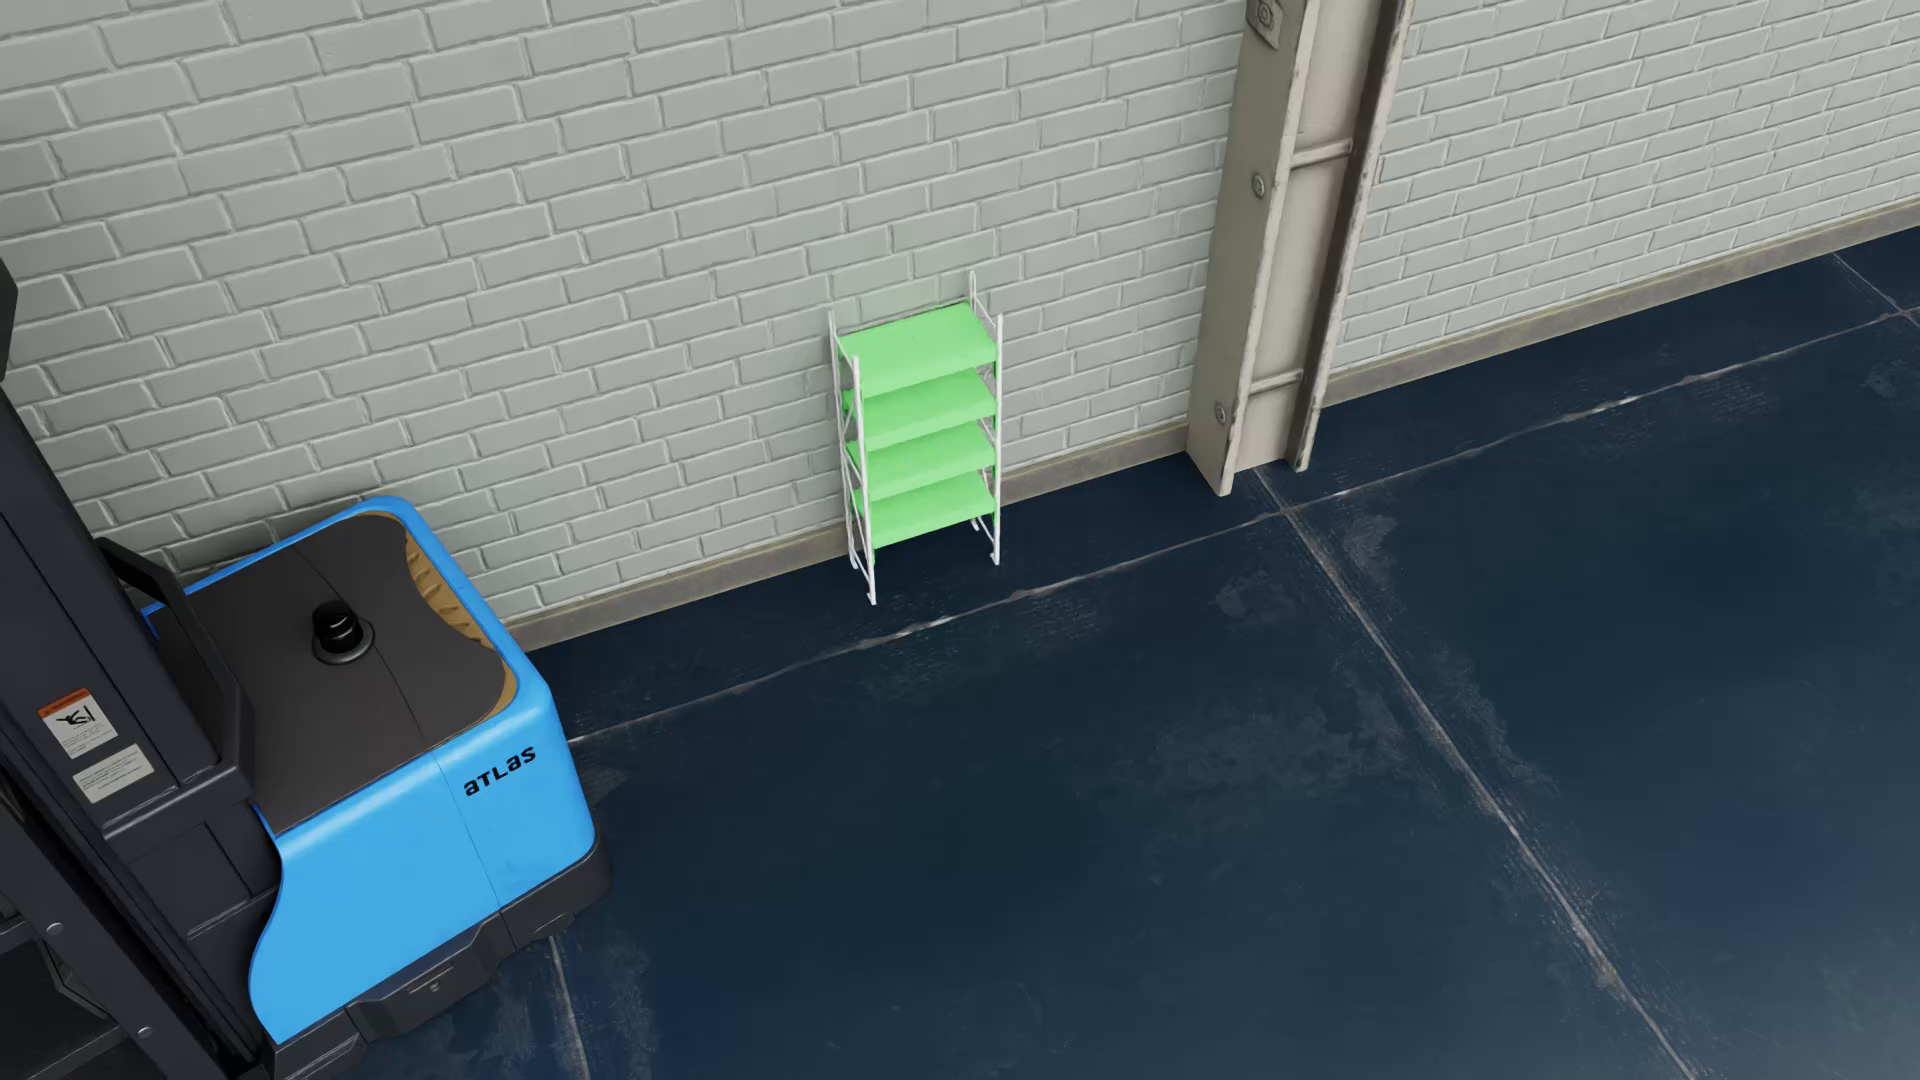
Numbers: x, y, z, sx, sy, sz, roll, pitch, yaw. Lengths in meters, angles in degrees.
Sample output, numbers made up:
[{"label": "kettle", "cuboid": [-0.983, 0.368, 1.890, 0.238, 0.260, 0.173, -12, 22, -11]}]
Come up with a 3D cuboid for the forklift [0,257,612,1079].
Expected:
[{"label": "forklift", "cuboid": [-2.572, 0.560, 3.837, 3.031, 2.935, 1.130, -31, 56, -24]}]

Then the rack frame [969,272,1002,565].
[{"label": "rack frame", "cuboid": [0.087, -0.391, 5.791, 0.015, 1.200, 0.240, -18, 50, -15]}]

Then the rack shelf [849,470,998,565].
[{"label": "rack shelf", "cuboid": [-0.135, -0.116, 5.955, 0.480, 0.148, 0.258, -18, 50, -15]}]

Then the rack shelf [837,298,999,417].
[{"label": "rack shelf", "cuboid": [-0.142, -0.597, 5.419, 0.480, 0.148, 0.258, -18, 50, -15]}]

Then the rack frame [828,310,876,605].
[{"label": "rack frame", "cuboid": [-0.363, -0.248, 5.668, 0.015, 1.200, 0.240, -18, 50, -15]}]

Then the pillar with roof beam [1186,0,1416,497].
[{"label": "pillar with roof beam", "cuboid": [2.747, -0.238, 0.523, 0.400, 9.000, 9.100, -17, 52, -14]}]

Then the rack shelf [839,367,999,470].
[{"label": "rack shelf", "cuboid": [-0.140, -0.437, 5.598, 0.480, 0.148, 0.258, -18, 50, -15]}]

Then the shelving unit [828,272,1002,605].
[{"label": "shelving unit", "cuboid": [-0.138, -0.319, 5.729, 0.503, 1.200, 0.258, -18, 50, -15]}]

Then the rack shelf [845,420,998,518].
[{"label": "rack shelf", "cuboid": [-0.137, -0.277, 5.777, 0.480, 0.148, 0.258, -18, 50, -15]}]
